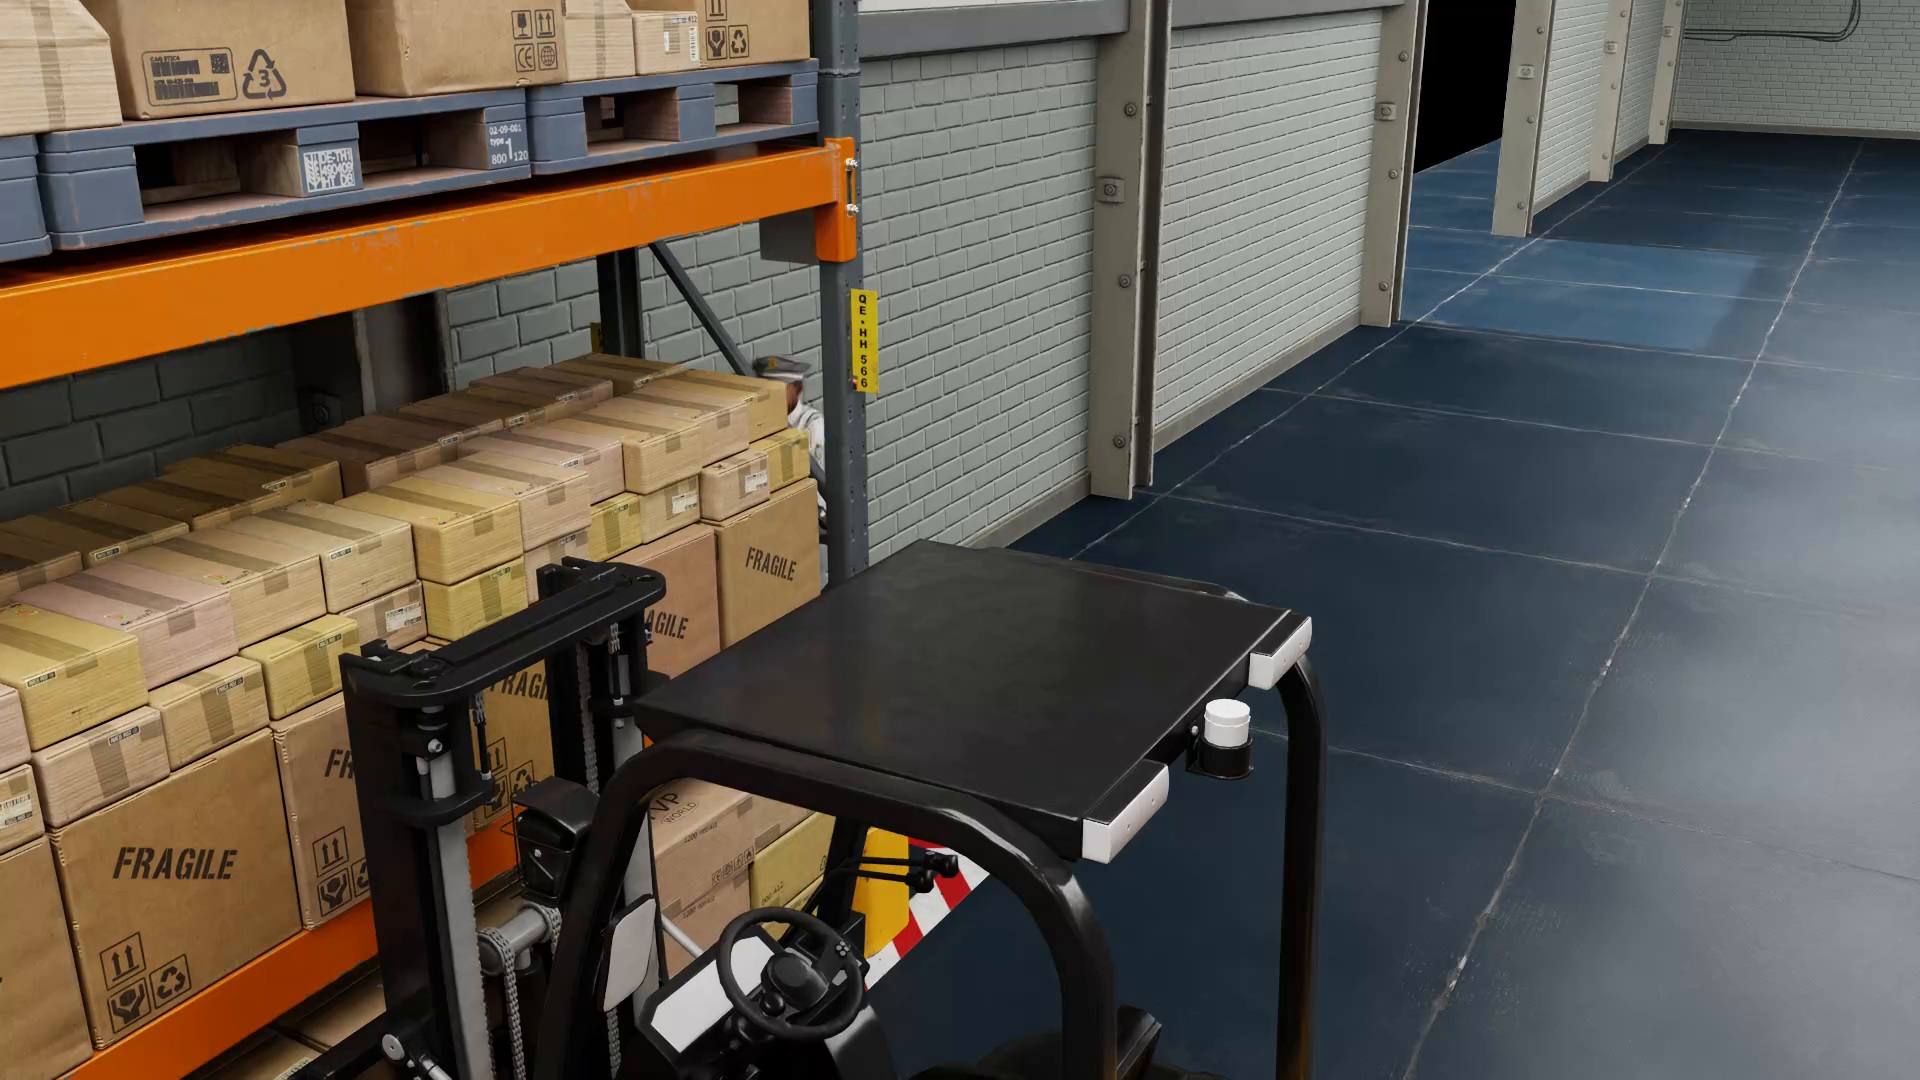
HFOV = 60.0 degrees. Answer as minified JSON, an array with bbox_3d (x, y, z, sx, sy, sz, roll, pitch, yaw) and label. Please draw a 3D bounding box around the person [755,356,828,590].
[{"bbox_3d":[-0.823,-0.029,7.640,0.416,1.679,0.531,10,22,26],"label":"person"}]
